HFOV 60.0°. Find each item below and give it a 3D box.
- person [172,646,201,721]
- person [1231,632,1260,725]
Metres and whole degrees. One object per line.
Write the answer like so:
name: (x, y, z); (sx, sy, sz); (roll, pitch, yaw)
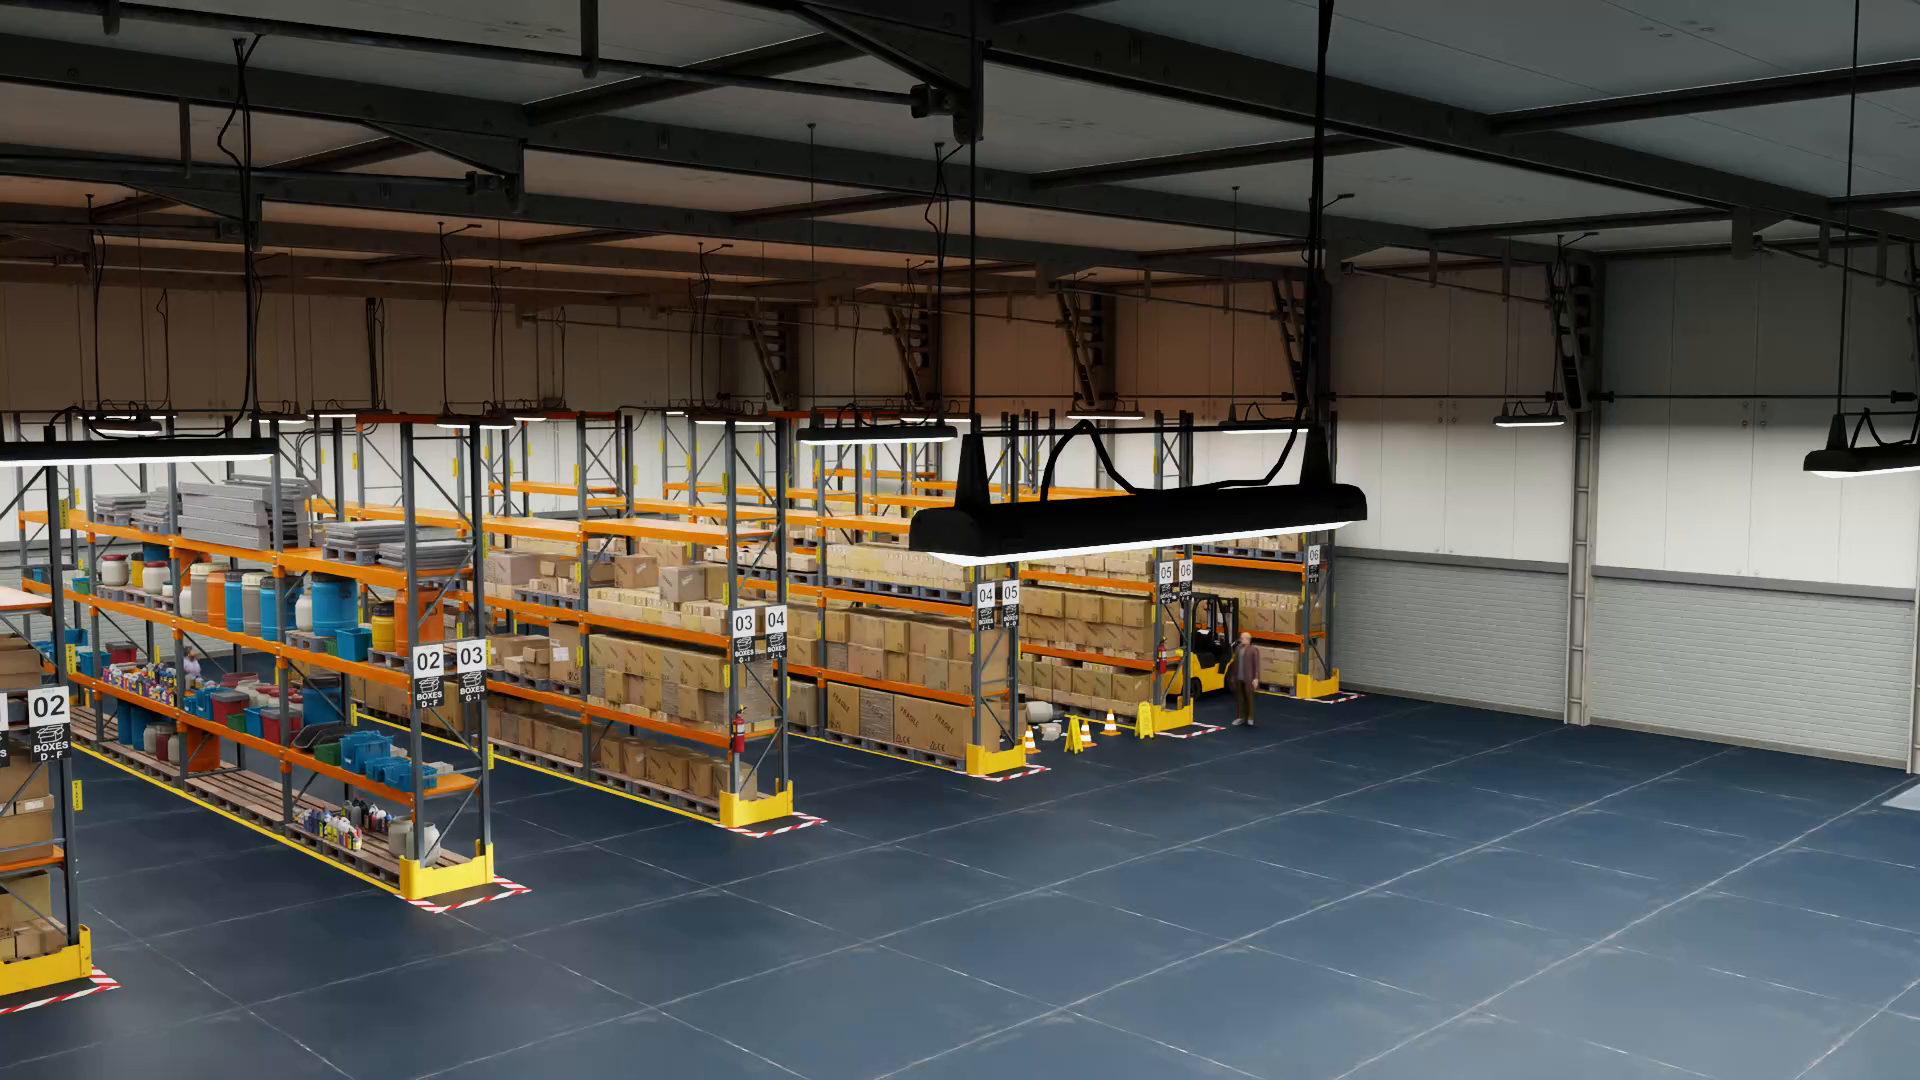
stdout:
person: (-14.584, 2.800, 31.469); (0.940, 1.597, 0.449); (4, 6, 35)
person: (5.493, 2.672, 31.987); (0.657, 1.806, 0.402); (4, 6, 36)
